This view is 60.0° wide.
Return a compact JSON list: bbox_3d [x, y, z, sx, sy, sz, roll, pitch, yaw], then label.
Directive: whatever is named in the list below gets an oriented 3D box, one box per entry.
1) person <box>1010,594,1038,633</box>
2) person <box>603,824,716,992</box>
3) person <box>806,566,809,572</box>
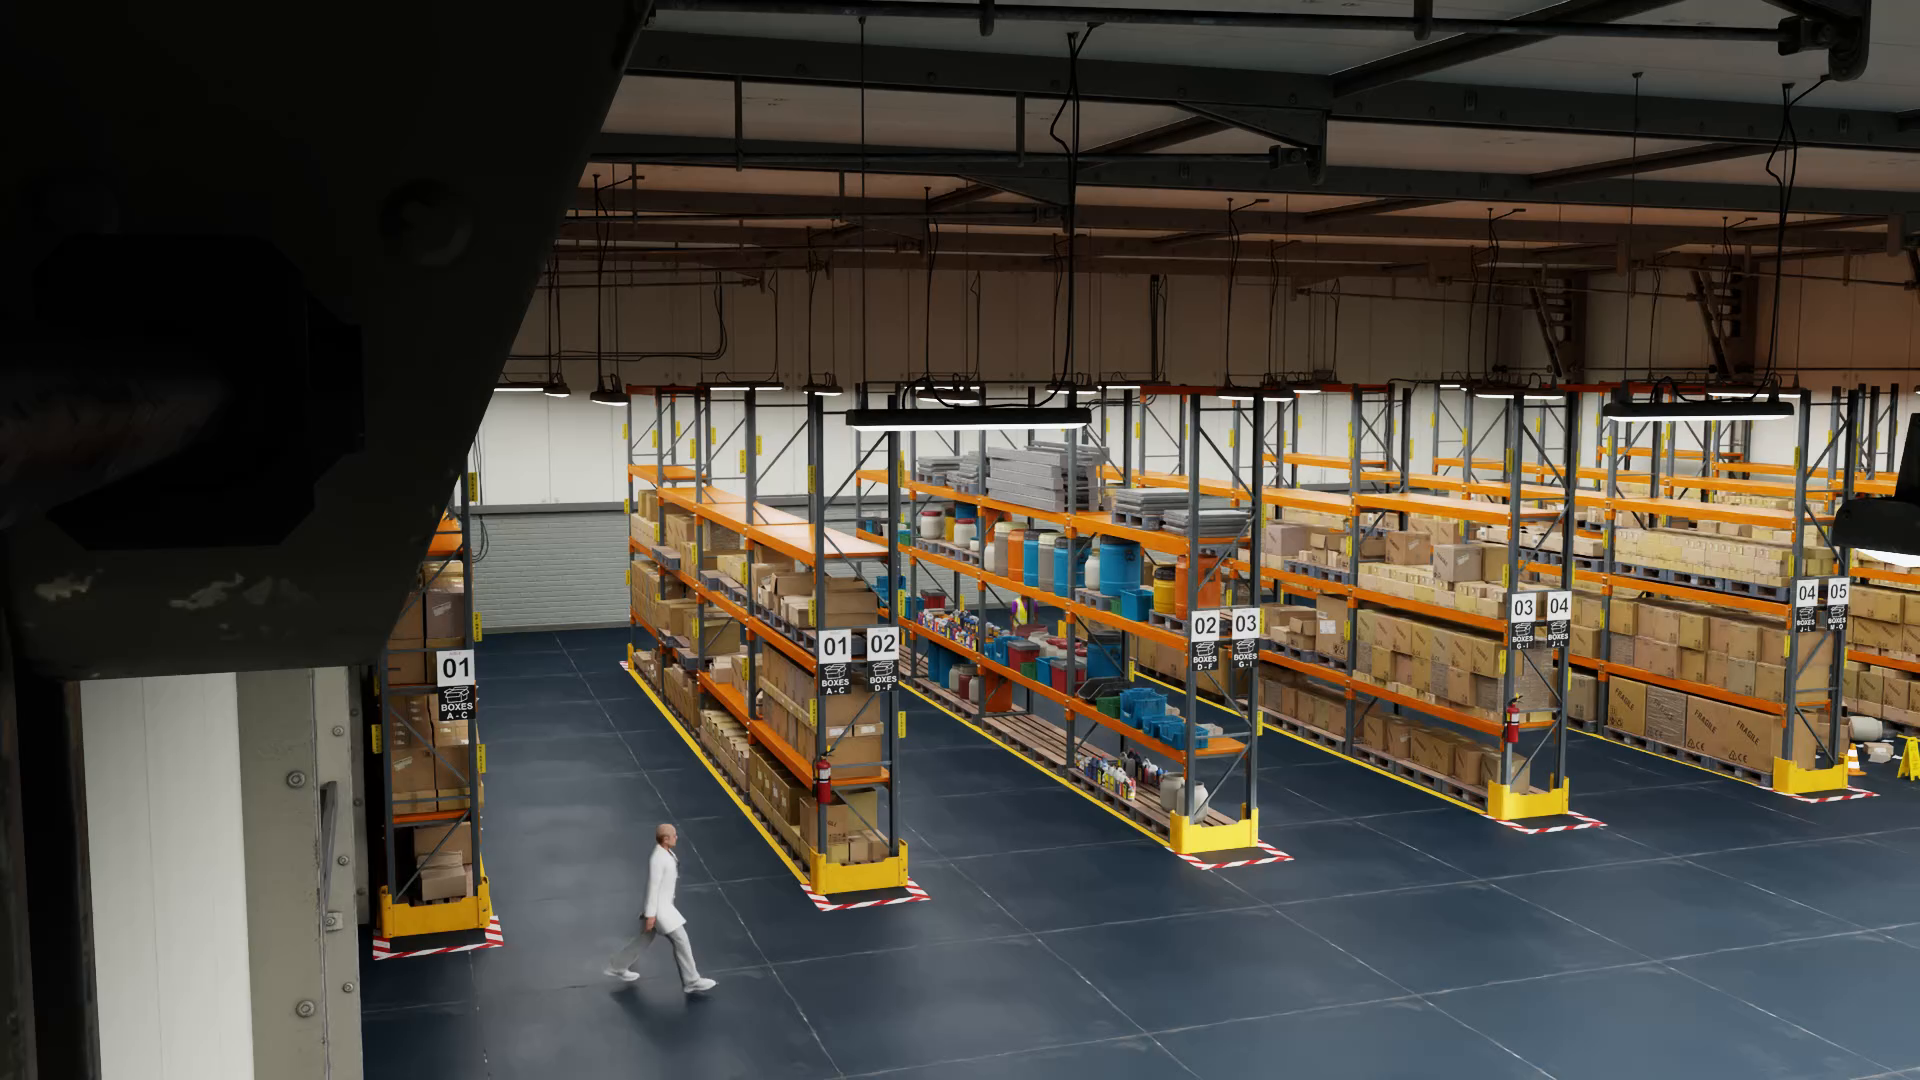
[{"bbox_3d":[1.331,1.732,34.045,0.641,1.622,1.072,-2,6,-15],"label":"person"},{"bbox_3d":[-3.072,3.727,16.921,1.195,1.712,0.617,0,6,-1],"label":"person"},{"bbox_3d":[-3.556,1.450,38.914,0.778,1.697,0.537,2,6,20],"label":"person"}]
